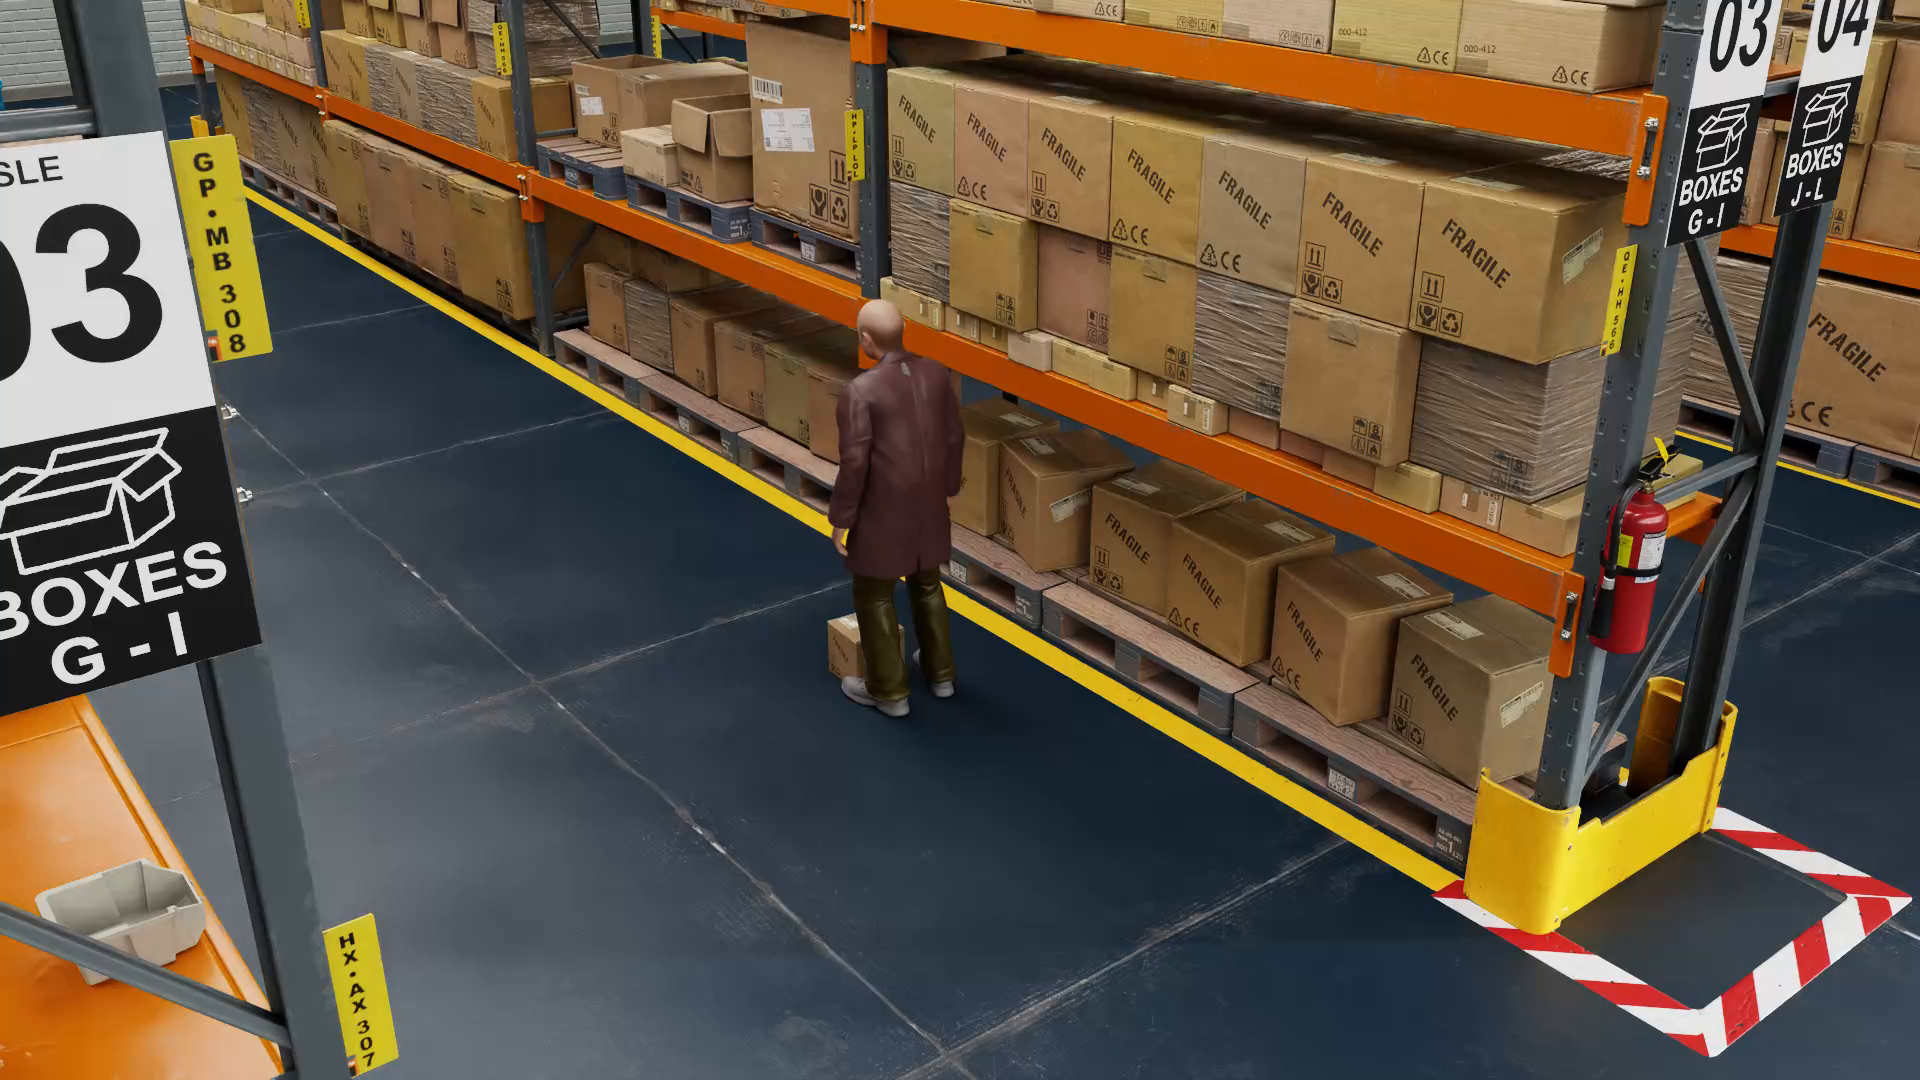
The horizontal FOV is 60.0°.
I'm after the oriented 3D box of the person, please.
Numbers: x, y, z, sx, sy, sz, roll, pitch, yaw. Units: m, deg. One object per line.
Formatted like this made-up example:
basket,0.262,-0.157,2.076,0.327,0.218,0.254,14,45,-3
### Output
person,-0.266,-0.130,6.909,0.643,1.774,0.404,-18,30,-34
